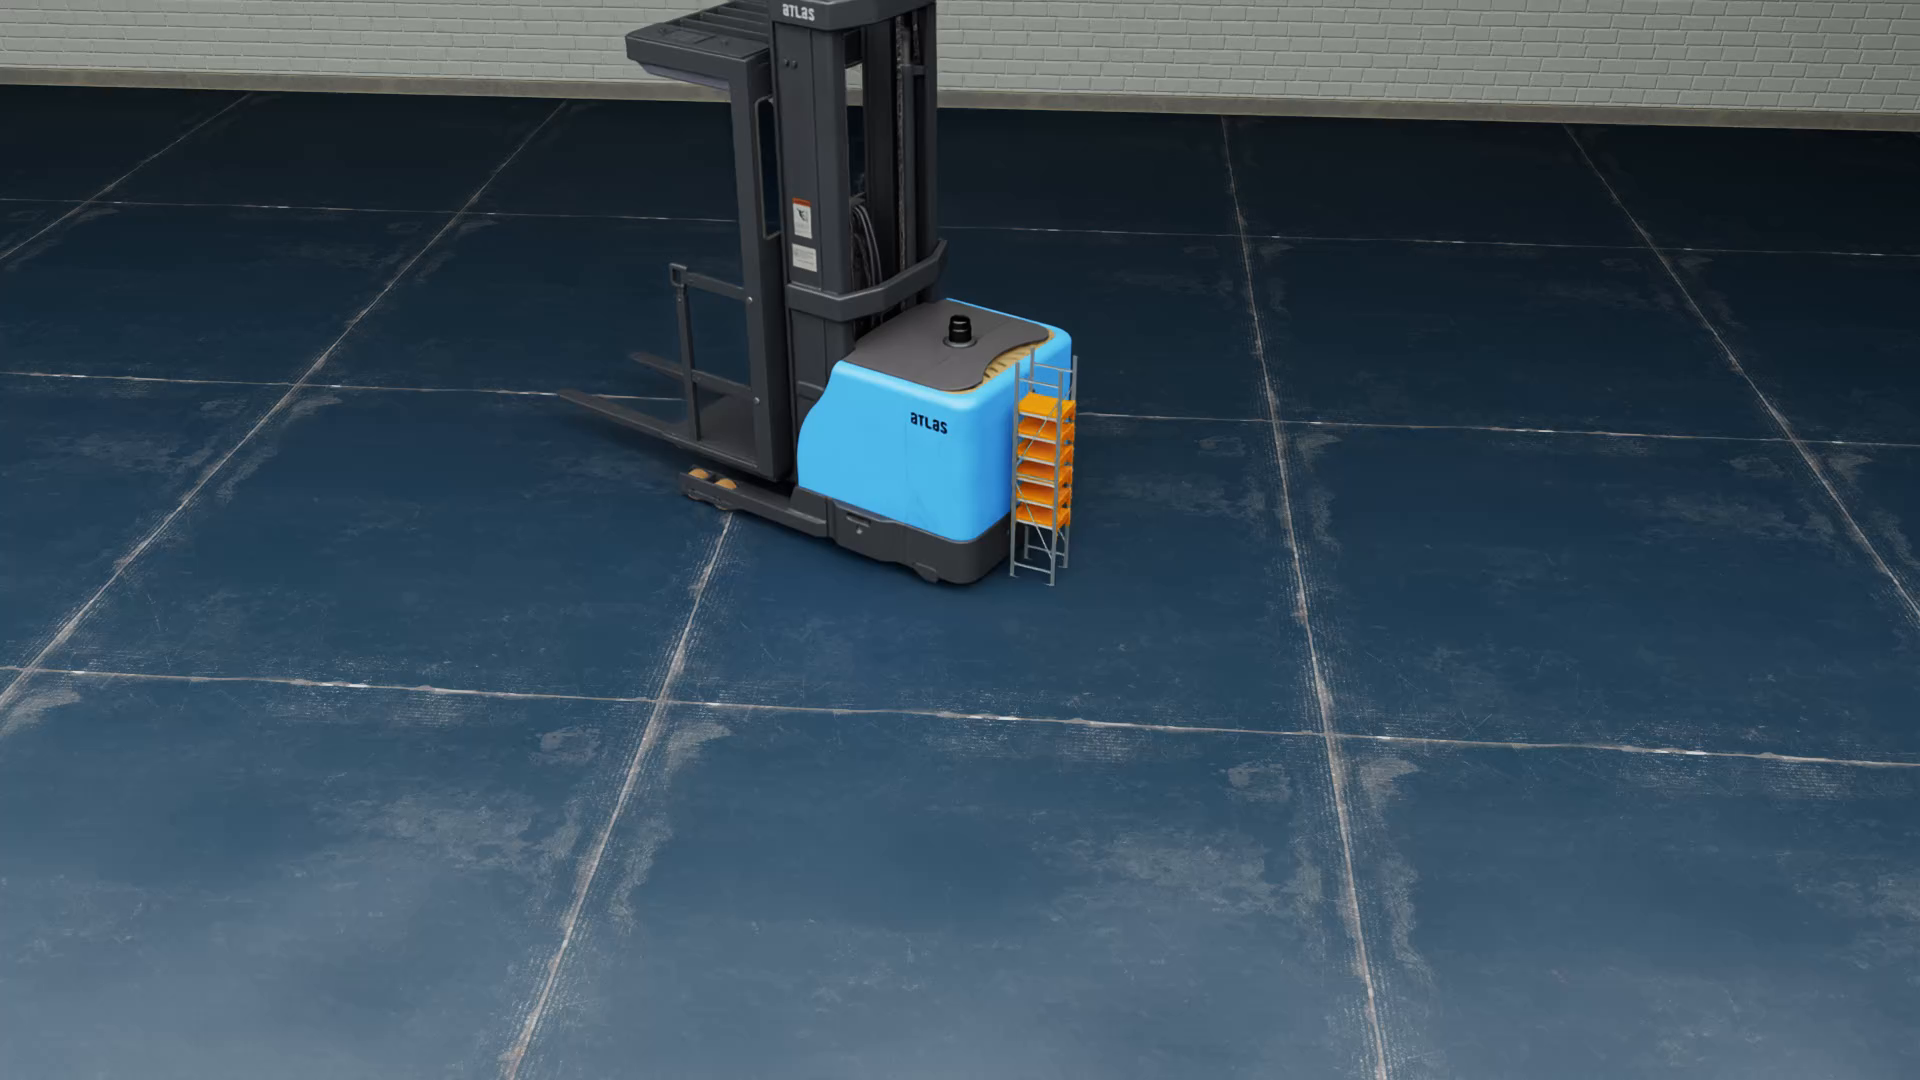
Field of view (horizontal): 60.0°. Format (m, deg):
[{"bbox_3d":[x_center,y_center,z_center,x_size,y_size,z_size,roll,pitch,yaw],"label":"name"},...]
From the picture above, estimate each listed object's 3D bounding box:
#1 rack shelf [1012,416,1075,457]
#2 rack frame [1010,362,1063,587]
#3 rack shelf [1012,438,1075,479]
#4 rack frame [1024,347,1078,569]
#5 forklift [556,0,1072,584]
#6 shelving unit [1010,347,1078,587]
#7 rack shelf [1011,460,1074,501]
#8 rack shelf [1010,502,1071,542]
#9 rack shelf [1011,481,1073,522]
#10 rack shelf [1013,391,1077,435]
[{"bbox_3d":[0.407,-0.510,8.059,0.258,0.103,0.180,14,34,21],"label":"rack shelf"},{"bbox_3d":[0.367,-0.300,8.092,0.240,1.200,0.006,14,34,21],"label":"rack frame"},{"bbox_3d":[0.406,-0.408,8.123,0.258,0.103,0.180,14,34,21],"label":"rack shelf"},{"bbox_3d":[0.444,-0.388,8.233,0.240,1.200,0.006,14,34,21],"label":"rack frame"},{"bbox_3d":[-0.925,-1.620,8.584,3.031,2.935,1.130,19,37,28],"label":"forklift"},{"bbox_3d":[0.406,-0.344,8.162,0.258,1.200,0.189,14,34,21],"label":"shelving unit"},{"bbox_3d":[0.405,-0.306,8.186,0.258,0.103,0.180,14,34,21],"label":"rack shelf"},{"bbox_3d":[0.404,-0.102,8.312,0.258,0.103,0.180,14,34,21],"label":"rack shelf"},{"bbox_3d":[0.404,-0.204,8.249,0.258,0.103,0.180,14,34,21],"label":"rack shelf"},{"bbox_3d":[0.408,-0.612,7.996,0.258,0.103,0.180,14,34,21],"label":"rack shelf"}]
